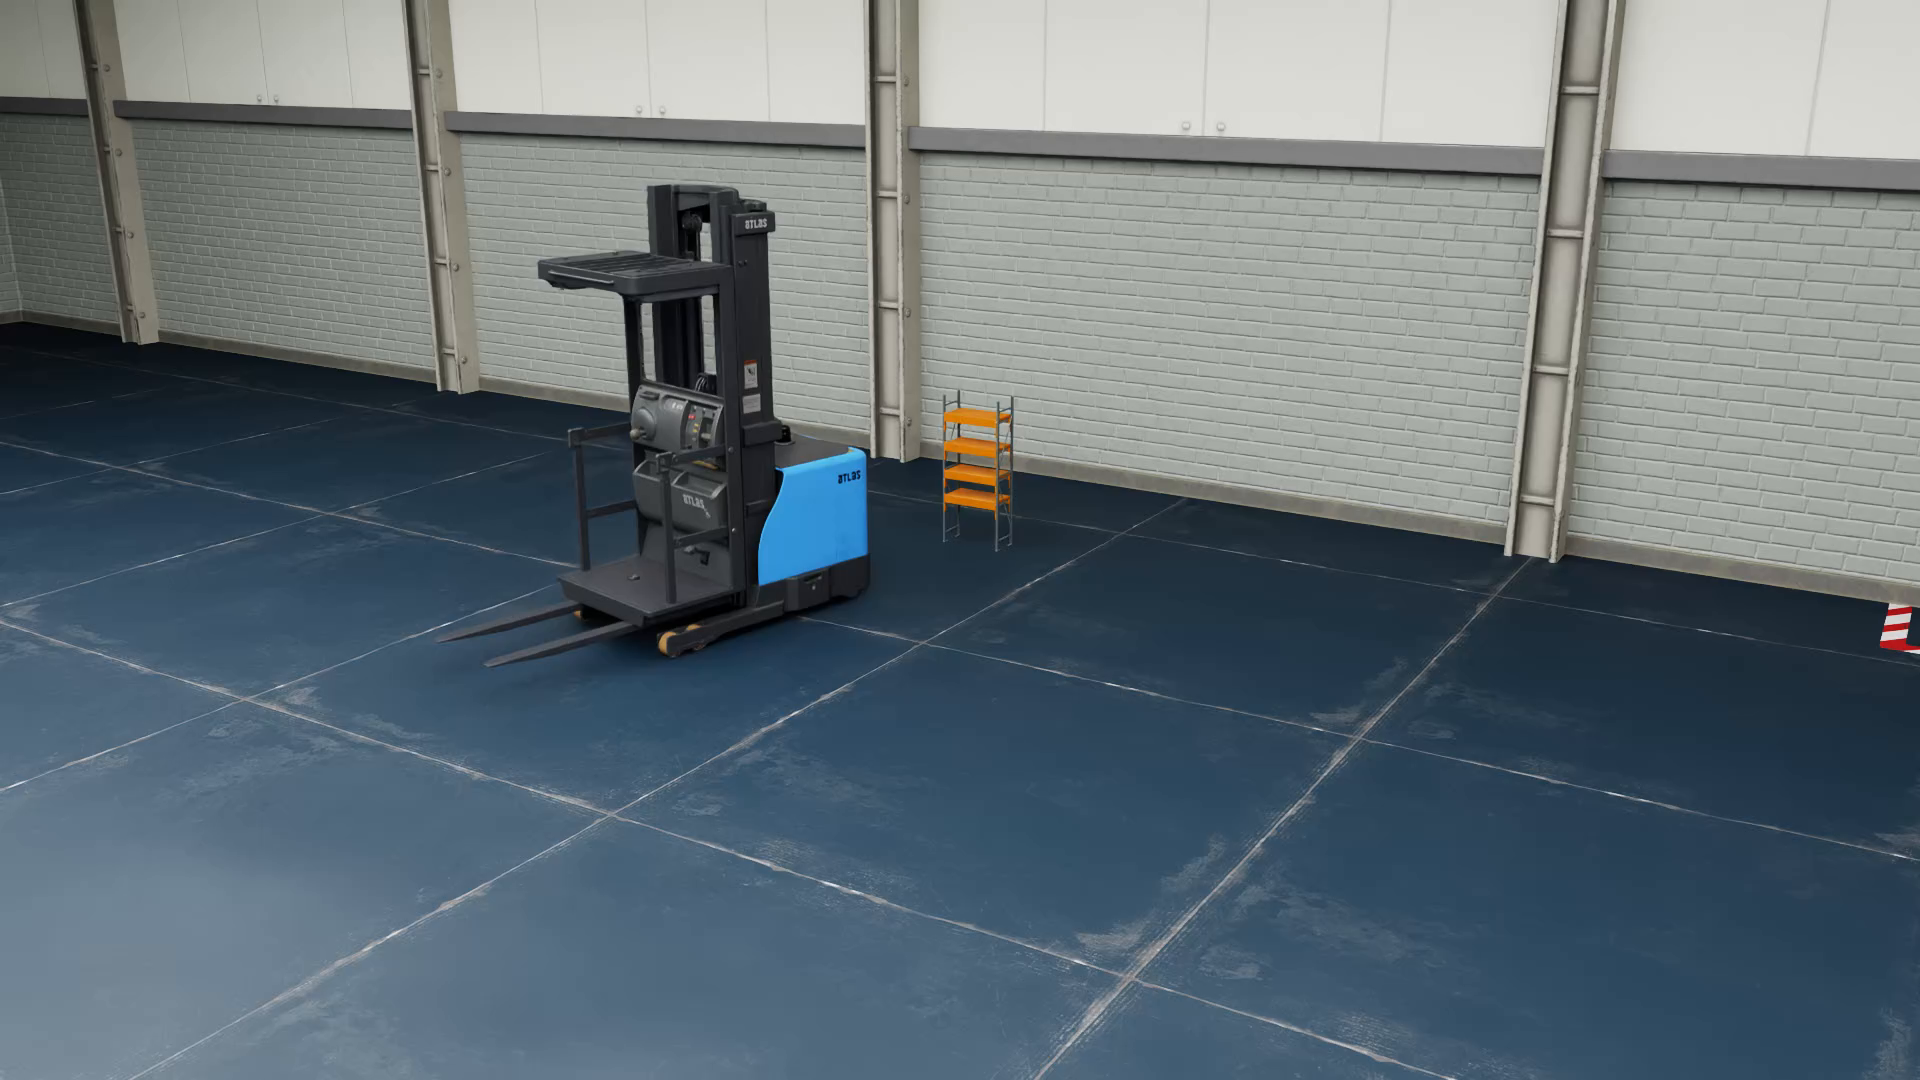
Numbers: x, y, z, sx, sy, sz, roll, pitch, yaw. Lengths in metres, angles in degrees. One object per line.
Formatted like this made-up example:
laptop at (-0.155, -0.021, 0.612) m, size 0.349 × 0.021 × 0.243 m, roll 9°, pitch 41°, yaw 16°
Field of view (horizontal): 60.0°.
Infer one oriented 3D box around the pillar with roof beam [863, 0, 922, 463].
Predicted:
pillar with roof beam at (-2.868, -4.043, 11.207) m, size 0.400 × 9.000 × 9.100 m, roll 10°, pitch 20°, yaw 30°

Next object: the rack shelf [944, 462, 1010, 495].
rack shelf at (0.141, -0.485, 13.143) m, size 0.480 × 0.148 × 0.258 m, roll 10°, pitch 20°, yaw 30°

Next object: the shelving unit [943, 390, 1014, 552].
shelving unit at (0.141, -0.549, 13.124) m, size 0.503 × 1.200 × 0.258 m, roll 10°, pitch 20°, yaw 30°

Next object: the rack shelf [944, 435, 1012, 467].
rack shelf at (0.141, -0.699, 13.078) m, size 0.480 × 0.148 × 0.258 m, roll 10°, pitch 20°, yaw 30°

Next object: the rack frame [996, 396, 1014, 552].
rack frame at (0.349, -0.512, 13.002) m, size 0.015 × 1.200 × 0.240 m, roll 10°, pitch 20°, yaw 30°

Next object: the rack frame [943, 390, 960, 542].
rack frame at (-0.067, -0.586, 13.246) m, size 0.015 × 1.200 × 0.240 m, roll 10°, pitch 20°, yaw 30°

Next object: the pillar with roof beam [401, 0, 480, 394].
pillar with roof beam at (-7.980, -4.955, 14.212) m, size 0.400 × 9.000 × 9.100 m, roll 10°, pitch 20°, yaw 30°

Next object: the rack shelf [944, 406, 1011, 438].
rack shelf at (0.141, -0.925, 13.010) m, size 0.480 × 0.148 × 0.258 m, roll 10°, pitch 20°, yaw 30°

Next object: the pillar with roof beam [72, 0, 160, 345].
pillar with roof beam at (-13.093, -5.868, 17.216) m, size 0.400 × 9.000 × 9.100 m, roll 10°, pitch 20°, yaw 30°

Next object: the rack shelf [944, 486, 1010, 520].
rack shelf at (0.141, -0.295, 13.201) m, size 0.480 × 0.148 × 0.258 m, roll 10°, pitch 20°, yaw 30°

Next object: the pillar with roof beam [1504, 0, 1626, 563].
pillar with roof beam at (2.245, -3.130, 8.203) m, size 0.400 × 9.000 × 9.100 m, roll 10°, pitch 20°, yaw 30°

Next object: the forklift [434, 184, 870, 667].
forklift at (-2.041, -0.805, 10.987) m, size 1.130 × 2.935 × 3.031 m, roll 16°, pitch 23°, yaw 42°
